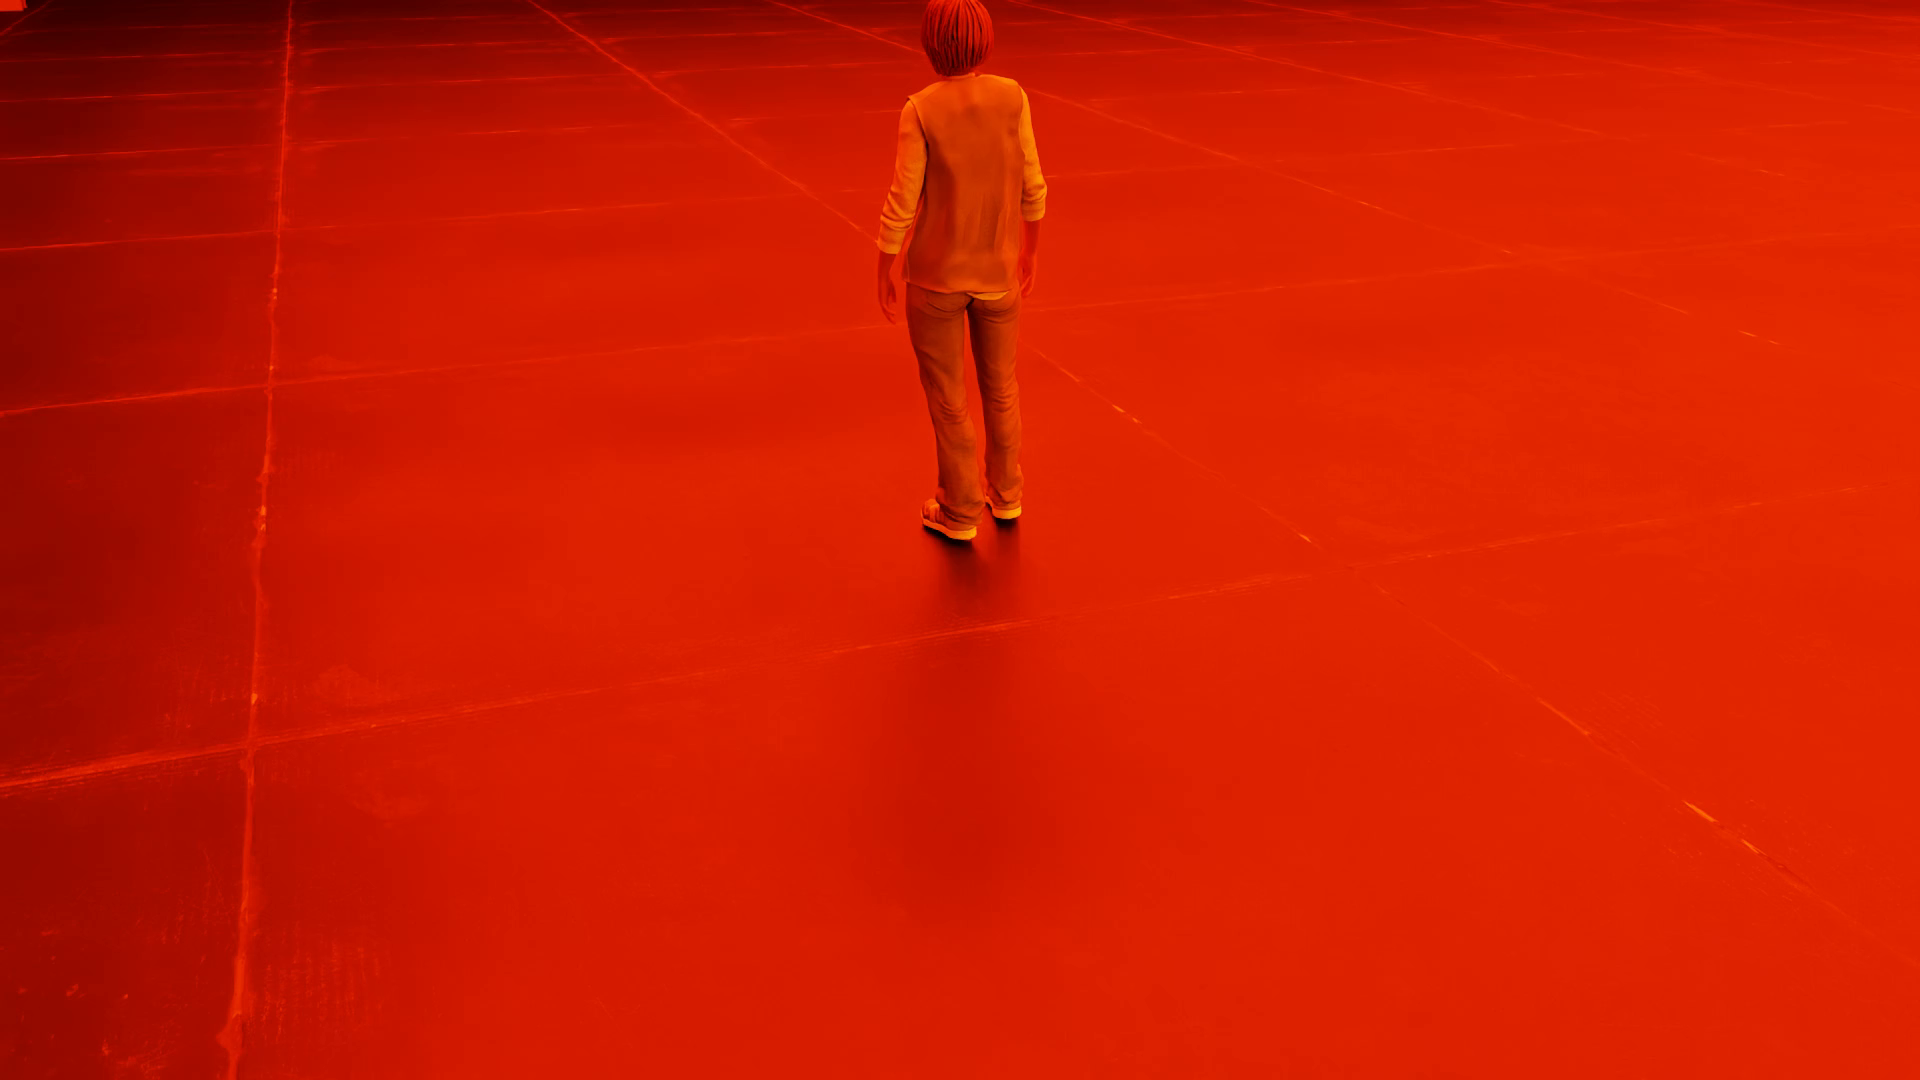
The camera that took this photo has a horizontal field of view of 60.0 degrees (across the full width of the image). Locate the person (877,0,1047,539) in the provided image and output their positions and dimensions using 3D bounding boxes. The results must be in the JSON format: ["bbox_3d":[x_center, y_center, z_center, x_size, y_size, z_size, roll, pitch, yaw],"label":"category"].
[{"bbox_3d":[-0.012,-0.772,4.835,0.520,1.597,0.475,-8,24,-18],"label":"person"}]
